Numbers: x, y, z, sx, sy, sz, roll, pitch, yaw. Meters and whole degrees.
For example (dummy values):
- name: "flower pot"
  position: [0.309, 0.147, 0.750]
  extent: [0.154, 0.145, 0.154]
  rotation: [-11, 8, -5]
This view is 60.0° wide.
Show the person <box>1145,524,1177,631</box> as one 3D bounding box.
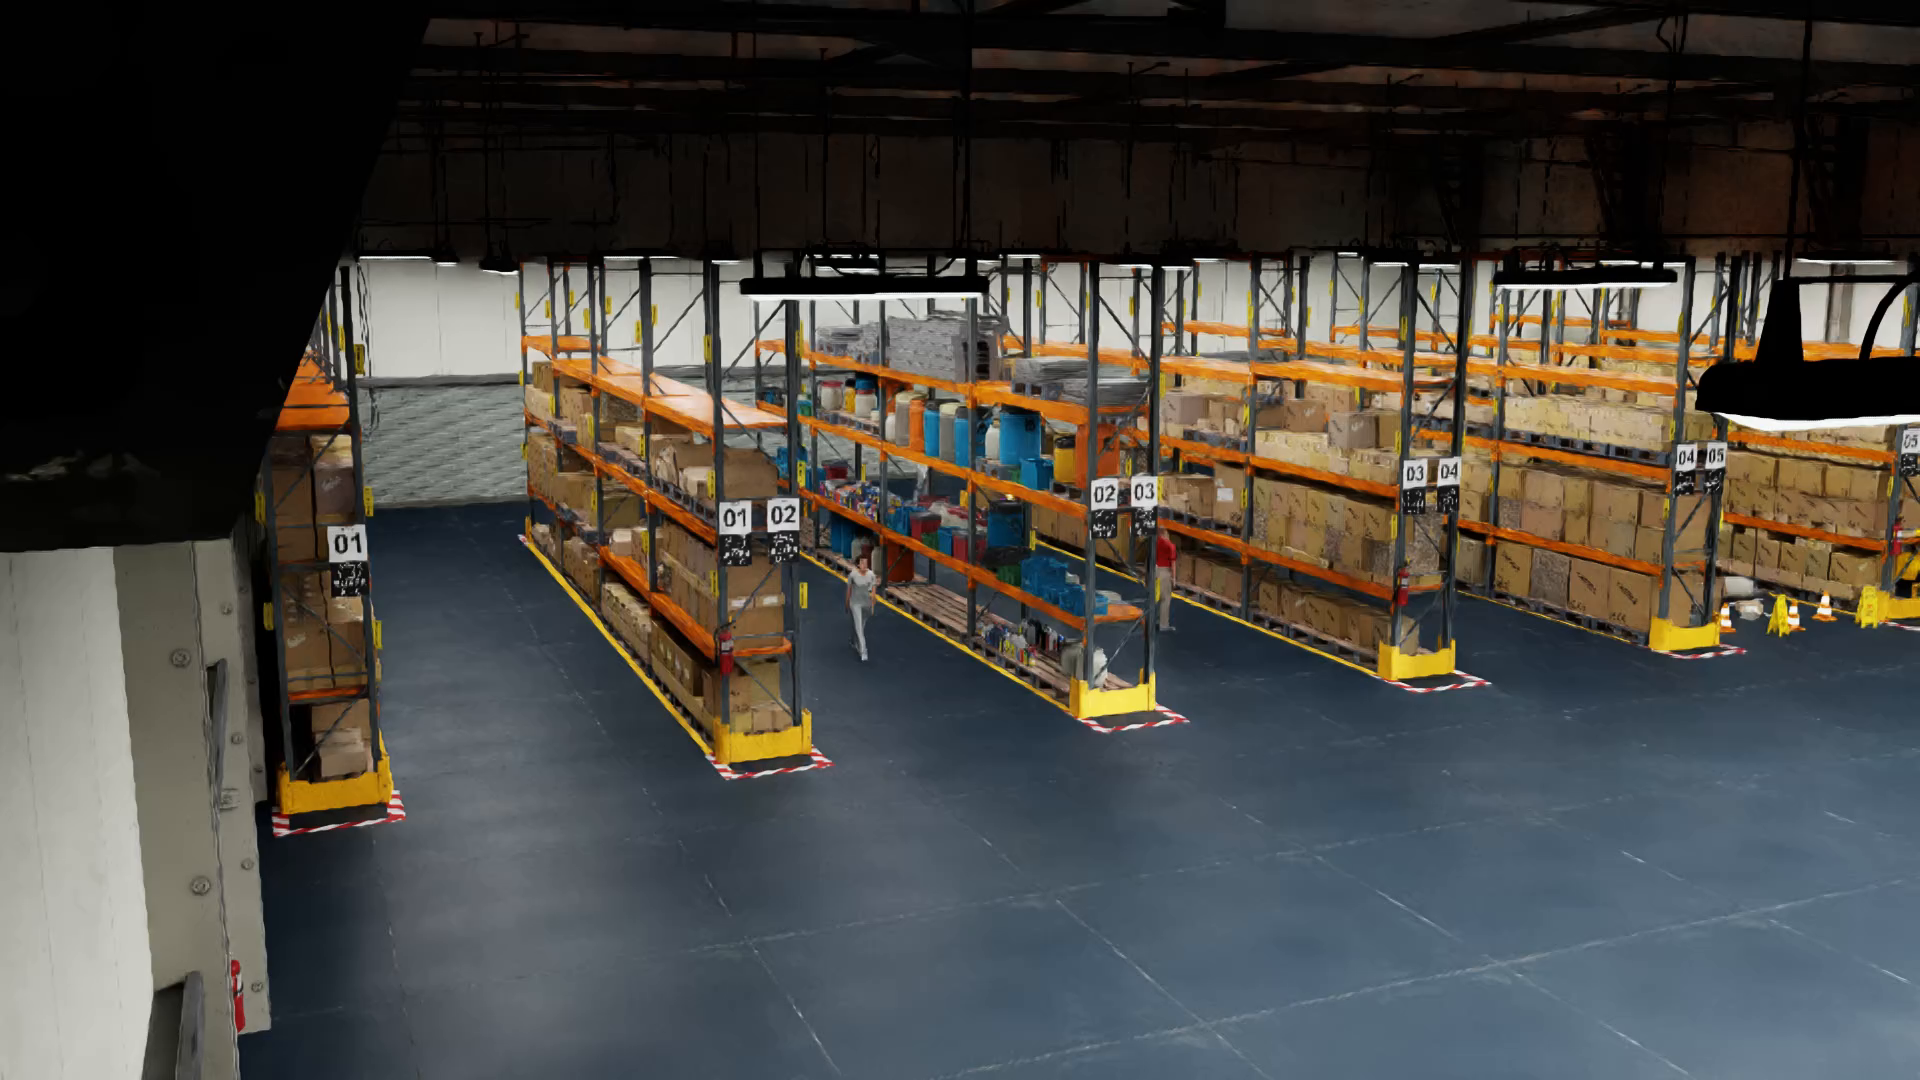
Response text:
- name: "person"
  position: [3.272, 0.589, 26.950]
  extent: [0.593, 1.733, 0.457]
  rotation: [8, 13, 37]

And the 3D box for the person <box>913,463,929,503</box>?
- name: "person"
  position: [-0.839, -1.642, 39.305]
  extent: [0.549, 1.670, 0.682]
  rotation: [2, 11, 13]

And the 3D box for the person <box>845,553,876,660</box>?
- name: "person"
  position: [-1.482, 0.969, 25.235]
  extent: [0.445, 1.590, 1.110]
  rotation: [-5, 11, -24]

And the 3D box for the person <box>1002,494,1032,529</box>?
- name: "person"
  position: [1.054, -0.329, 31.941]
  extent: [0.719, 1.649, 0.578]
  rotation: [-5, 11, -24]
